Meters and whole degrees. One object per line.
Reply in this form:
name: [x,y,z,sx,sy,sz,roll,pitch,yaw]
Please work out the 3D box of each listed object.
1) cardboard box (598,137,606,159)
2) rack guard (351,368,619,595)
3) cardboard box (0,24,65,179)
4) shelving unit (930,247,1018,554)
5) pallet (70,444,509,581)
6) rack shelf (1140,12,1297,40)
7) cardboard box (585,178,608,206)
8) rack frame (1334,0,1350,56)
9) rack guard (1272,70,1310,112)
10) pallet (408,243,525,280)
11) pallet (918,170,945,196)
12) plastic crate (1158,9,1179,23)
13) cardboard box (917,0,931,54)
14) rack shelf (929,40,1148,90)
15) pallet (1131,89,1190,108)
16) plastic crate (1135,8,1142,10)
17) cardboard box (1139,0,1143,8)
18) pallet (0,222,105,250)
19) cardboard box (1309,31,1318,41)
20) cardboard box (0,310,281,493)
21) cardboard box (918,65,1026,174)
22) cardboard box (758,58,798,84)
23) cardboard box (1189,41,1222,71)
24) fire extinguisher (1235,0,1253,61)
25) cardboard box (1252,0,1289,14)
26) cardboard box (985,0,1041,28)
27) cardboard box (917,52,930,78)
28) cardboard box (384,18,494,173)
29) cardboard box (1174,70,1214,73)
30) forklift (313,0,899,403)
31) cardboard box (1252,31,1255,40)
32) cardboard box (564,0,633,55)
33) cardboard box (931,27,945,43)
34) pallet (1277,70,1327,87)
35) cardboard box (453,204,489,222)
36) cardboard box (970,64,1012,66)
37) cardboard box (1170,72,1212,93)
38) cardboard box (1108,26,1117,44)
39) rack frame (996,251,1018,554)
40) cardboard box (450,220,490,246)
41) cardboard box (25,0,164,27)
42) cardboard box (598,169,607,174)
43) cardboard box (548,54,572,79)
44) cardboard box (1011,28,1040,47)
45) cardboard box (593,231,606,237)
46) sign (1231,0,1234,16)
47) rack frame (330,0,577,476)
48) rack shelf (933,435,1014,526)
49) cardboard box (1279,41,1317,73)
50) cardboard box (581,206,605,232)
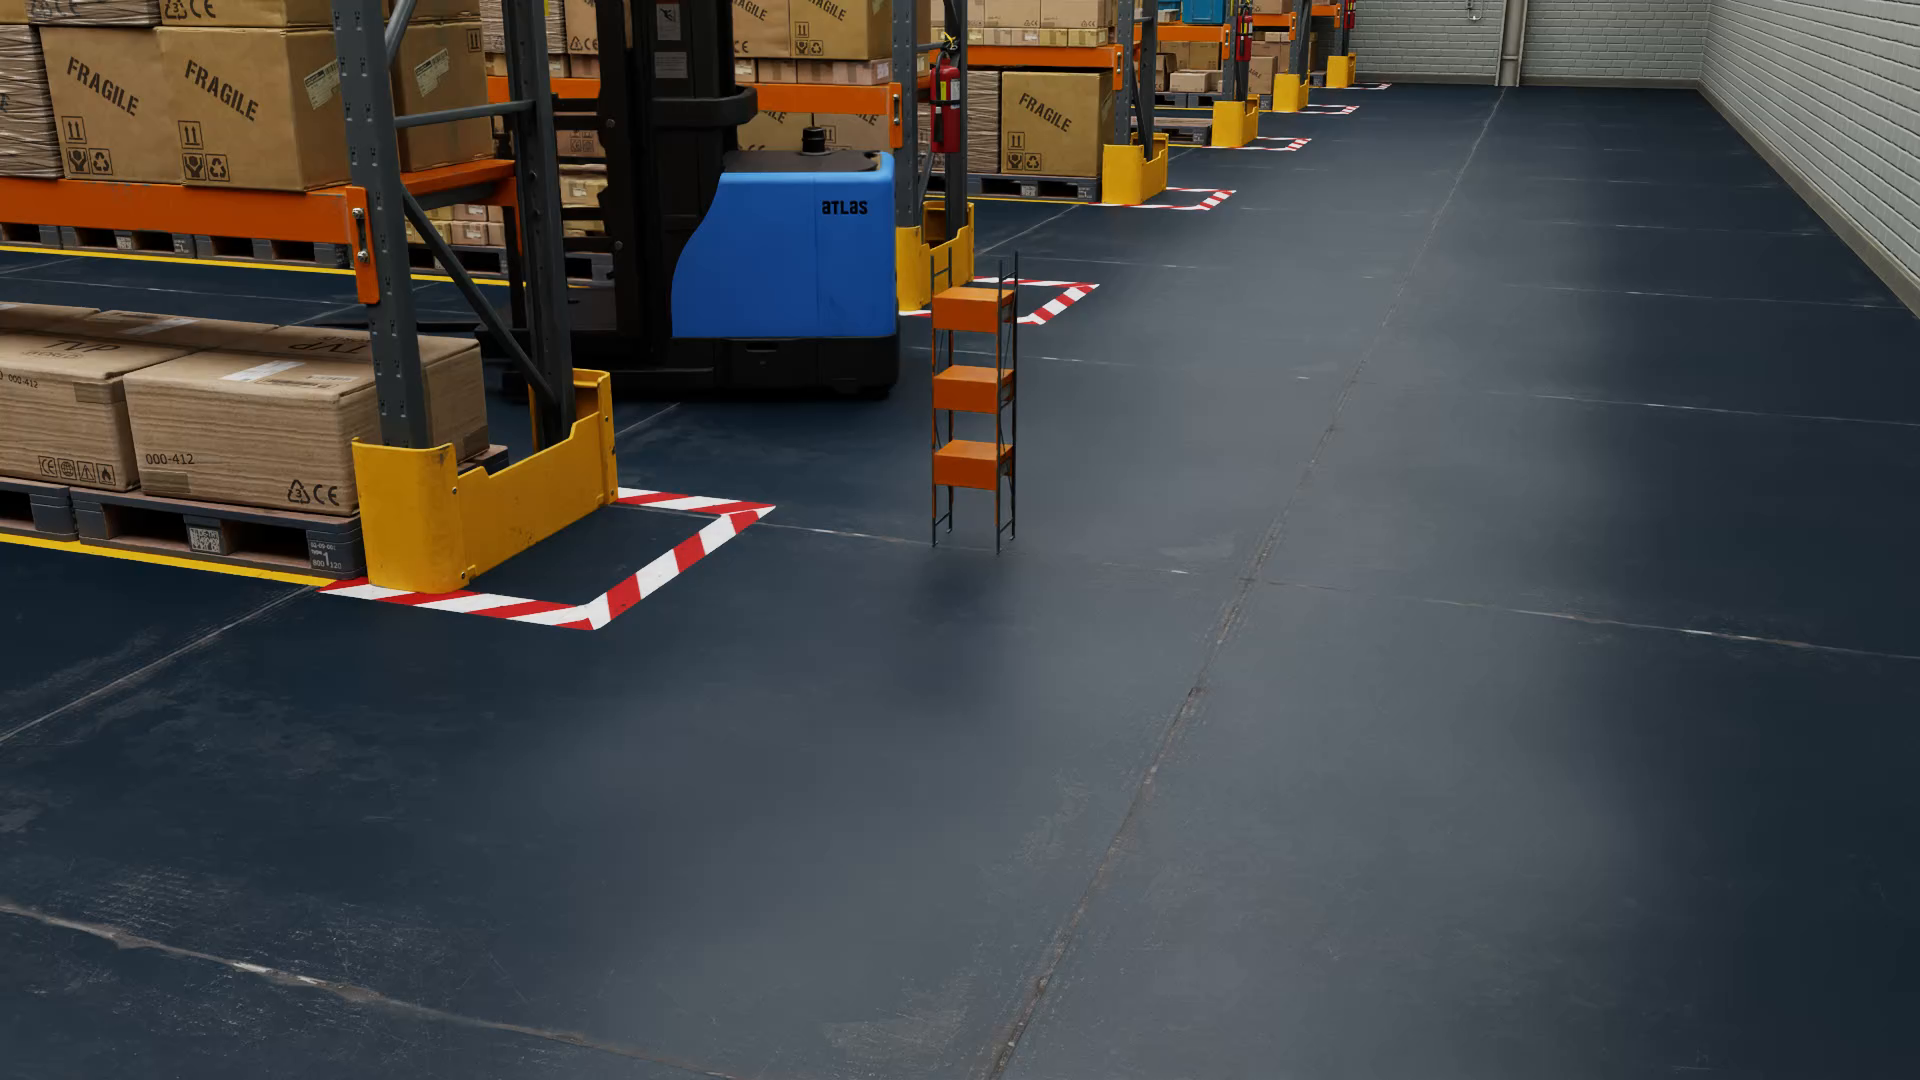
cardboard box: [-2.840,-4.202,16.164,0.875,0.875,1.225,7,20,18]
rack guard: [-1.680,-0.248,6.028,0.348,0.500,1.175,7,20,18]
cardboard box: [-3.203,-1.559,5.841,0.500,0.500,0.500,7,20,20]
shelving unit: [0.051,-0.490,5.887,0.252,1.050,0.215,7,20,18]
pallet: [-2.483,-0.176,6.261,1.213,0.211,1.003,7,20,18]
rack shelf: [2.915,-7.468,24.037,4.000,0.370,1.077,7,20,18]
cardboard box: [-2.227,-2.268,10.814,0.250,0.149,0.380,7,20,18]
rack frame: [6.426,-9.133,27.719,0.127,3.000,1.000,7,20,18]
rack guard: [4.732,-6.420,23.734,0.348,0.500,1.175,7,20,18]
pallet: [-3.306,-2.035,11.593,1.213,0.211,1.003,7,20,18]
pallet: [-0.380,-3.390,15.481,1.213,0.211,1.003,7,20,18]
plastic crate: [2.345,-5.988,19.007,0.243,0.136,0.396,7,20,18]
cardboard box: [-0.507,-3.303,10.391,0.500,0.500,0.500,8,21,21]
rack shelf: [-0.339,-4.389,15.202,4.000,0.370,1.077,7,20,18]
pallet: [2.830,-6.501,24.407,1.213,0.211,1.003,7,20,18]
plastic crate: [2.133,-6.219,19.669,0.298,0.136,0.250,7,20,18]
cardboard box: [2.855,-7.768,23.652,0.500,0.500,0.500,6,20,17]
pallet: [-6.993,-2.444,12.766,1.213,0.211,1.003,7,20,18]
cardboard box: [5.916,-8.550,28.222,0.250,0.149,0.380,7,20,18]
cardboard box: [-3.226,-0.556,6.368,0.875,0.438,0.875,7,20,20]
cardboard box: [0.059,-3.850,15.153,0.875,0.875,0.875,7,20,18]
cardboard box: [-1.039,-2.871,10.136,0.250,0.149,0.380,6,20,18]
cardboard box: [4.278,-8.359,28.658,0.500,0.500,0.700,7,20,19]
fire extinguisher: [3.169,-5.682,18.504,0.183,0.674,0.296,7,20,18]
cardboard box: [4.292,-7.603,23.179,0.500,0.500,0.500,7,20,20]
cardboard box: [0.526,-4.607,14.511,0.500,0.250,0.500,6,20,17]
cardboard box: [-0.372,-2.999,10.505,0.250,0.149,0.380,6,20,18]
cardboard box: [-2.062,-1.619,6.013,0.500,0.500,0.500,6,20,18]
cardboard box: [3.439,-6.756,24.411,0.500,0.250,0.500,7,20,18]
forklift: [-1.830,-2.214,7.975,3.031,2.935,1.130,-1,19,-1]
cardboard box: [4.960,-8.659,28.534,0.250,0.149,0.380,7,20,19]
cardboard box: [-2.117,-3.303,10.392,0.500,0.500,0.500,8,21,21]
cardboard box: [-0.105,-4.467,14.717,0.250,0.149,0.380,7,20,18]
pallet: [5.645,-7.878,28.356,1.213,0.211,1.003,7,20,18]
cardboard box: [-3.204,-2.252,11.222,0.250,0.149,0.380,6,20,18]
cardboard box: [0.466,-7.016,24.775,0.500,0.500,0.500,6,20,18]
cardboard box: [3.322,-6.595,23.949,0.500,0.250,0.500,7,20,18]
cardboard box: [1.323,-4.535,14.910,0.250,0.149,0.380,7,20,19]
rack frame: [0.166,-0.477,5.849,0.008,1.050,0.200,7,20,18]
cardboard box: [-3.210,-2.087,11.198,0.250,0.149,0.380,6,20,18]
cardboard box: [-2.739,-1.976,5.516,0.500,0.500,0.500,7,20,18]
cardboard box: [-2.274,-2.471,11.396,0.250,0.149,0.380,6,20,16]
cardboard box: [-2.532,-3.035,10.607,0.250,0.149,0.380,7,21,20]
cardboard box: [0.621,-4.385,14.480,0.250,0.149,0.380,7,20,18]
cardboard box: [-2.201,-1.994,10.932,0.250,0.149,0.380,7,20,20]
sign: [3.010,-5.957,18.359,0.005,0.325,0.100,7,20,18]
rack frame: [-1.702,-1.431,5.624,0.127,3.000,1.000,7,20,18]
rack shelf: [0.051,-0.218,5.982,0.240,0.259,0.215,7,20,18]
cardboard box: [5.732,-8.195,28.189,0.500,0.500,0.700,7,20,18]
cardboard box: [-2.256,-2.104,10.796,0.250,0.149,0.380,7,20,19]
